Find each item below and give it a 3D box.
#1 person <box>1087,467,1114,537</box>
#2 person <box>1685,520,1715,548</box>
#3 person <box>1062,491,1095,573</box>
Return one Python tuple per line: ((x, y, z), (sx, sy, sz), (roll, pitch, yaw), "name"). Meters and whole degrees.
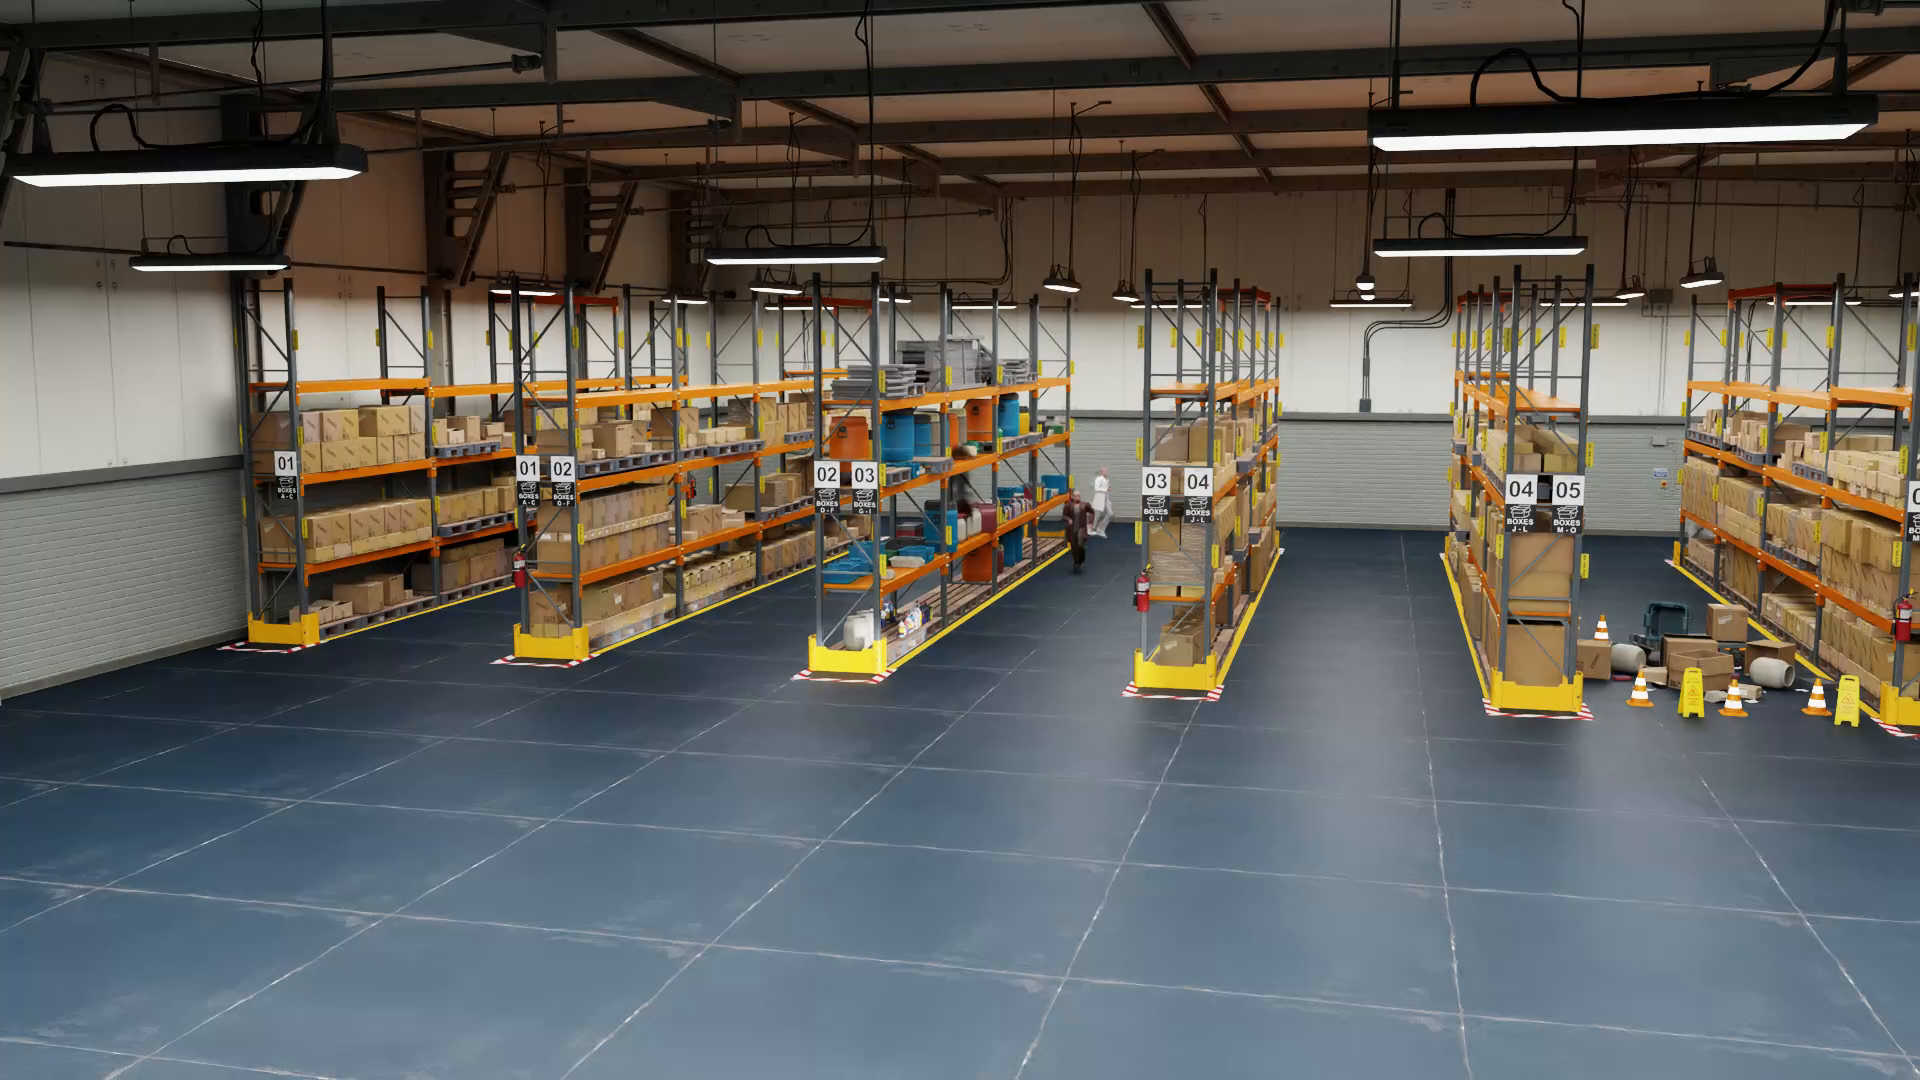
((3.637, -0.912, 42.544), (0.787, 1.733, 0.715), (5, 8, 34), "person")
((17.423, -0.577, 39.049), (0.989, 1.757, 0.671), (0, 7, 1), "person")
((2.538, -0.181, 35.973), (0.675, 1.780, 0.847), (2, 7, 13), "person")
